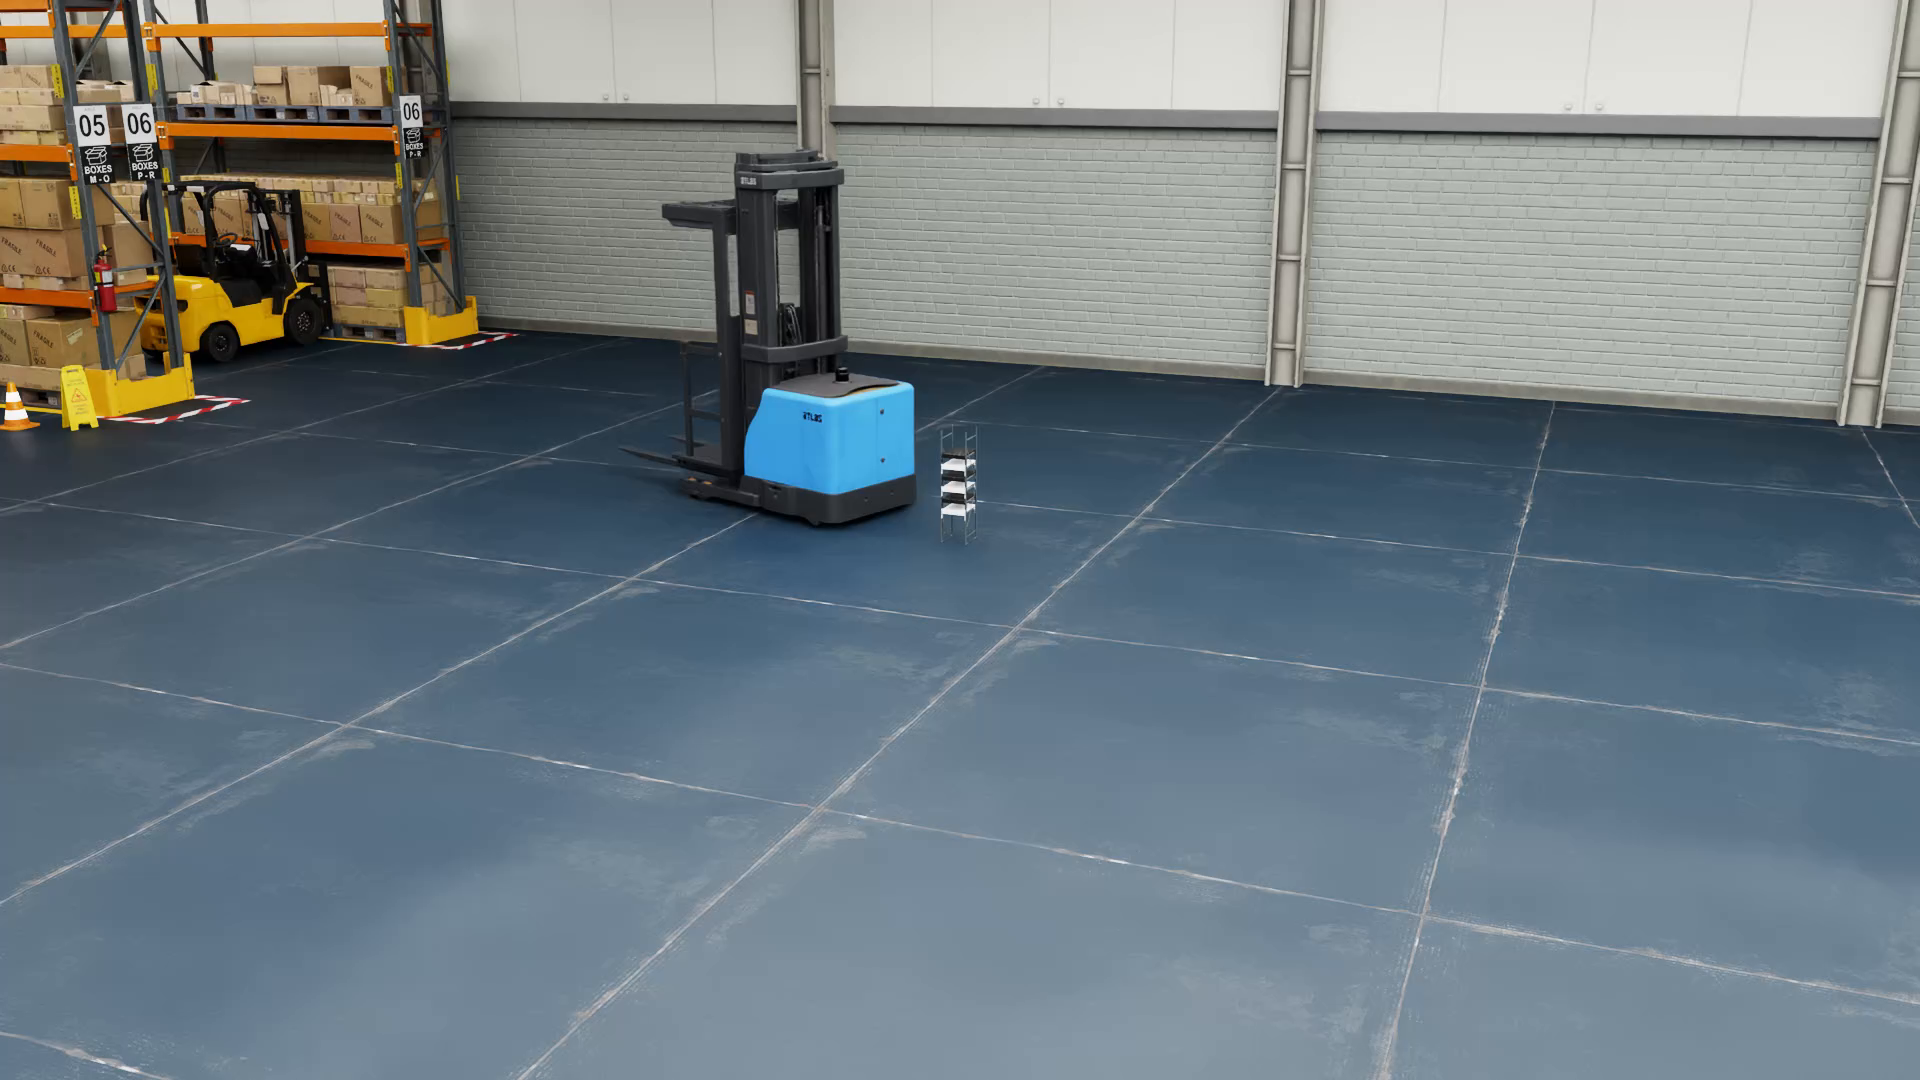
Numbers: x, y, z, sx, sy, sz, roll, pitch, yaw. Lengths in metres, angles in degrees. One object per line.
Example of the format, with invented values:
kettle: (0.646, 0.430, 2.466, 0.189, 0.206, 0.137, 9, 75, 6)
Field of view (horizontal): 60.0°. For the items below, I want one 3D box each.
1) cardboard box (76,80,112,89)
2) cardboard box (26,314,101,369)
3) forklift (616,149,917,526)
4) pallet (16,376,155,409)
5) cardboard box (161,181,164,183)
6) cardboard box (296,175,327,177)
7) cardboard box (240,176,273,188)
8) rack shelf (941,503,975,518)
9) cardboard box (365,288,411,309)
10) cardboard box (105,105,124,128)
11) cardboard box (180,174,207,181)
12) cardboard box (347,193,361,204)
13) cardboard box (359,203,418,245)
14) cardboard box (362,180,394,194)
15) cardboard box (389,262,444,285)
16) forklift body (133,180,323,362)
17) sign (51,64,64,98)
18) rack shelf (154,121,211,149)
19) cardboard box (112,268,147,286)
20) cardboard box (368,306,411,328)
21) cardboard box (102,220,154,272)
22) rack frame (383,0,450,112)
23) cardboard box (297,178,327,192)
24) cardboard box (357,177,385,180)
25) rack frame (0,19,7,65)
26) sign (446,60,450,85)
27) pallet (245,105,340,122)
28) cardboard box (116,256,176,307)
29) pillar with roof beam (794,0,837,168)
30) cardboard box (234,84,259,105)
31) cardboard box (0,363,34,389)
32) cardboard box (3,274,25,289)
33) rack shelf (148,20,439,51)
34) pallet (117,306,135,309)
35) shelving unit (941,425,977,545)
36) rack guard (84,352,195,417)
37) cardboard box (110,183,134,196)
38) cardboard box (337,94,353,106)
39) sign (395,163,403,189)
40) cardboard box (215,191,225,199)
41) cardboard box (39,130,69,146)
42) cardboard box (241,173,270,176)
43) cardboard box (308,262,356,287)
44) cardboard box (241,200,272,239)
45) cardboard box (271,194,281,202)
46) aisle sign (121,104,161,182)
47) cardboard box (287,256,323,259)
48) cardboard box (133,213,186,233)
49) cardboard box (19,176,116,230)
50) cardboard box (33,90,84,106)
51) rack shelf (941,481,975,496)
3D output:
cardboard box: (-12.253, -6.336, 23.465, 0.500, 0.311, 0.500, 6, 17, 19)
cardboard box: (-9.714, -2.158, 18.060, 0.500, 0.500, 0.500, 6, 17, 21)
forklift: (-1.811, -1.845, 14.273, 3.031, 2.935, 1.130, 14, 21, 39)
pallet: (-9.687, -1.663, 18.524, 1.213, 0.211, 1.003, 6, 17, 21)
cardboard box: (-11.487, -5.117, 24.077, 0.250, 0.149, 0.380, 6, 17, 20)
cardboard box: (-8.965, -4.974, 23.050, 0.250, 0.149, 0.380, 7, 18, 22)
cardboard box: (-9.619, -4.892, 22.769, 0.250, 0.149, 0.380, 6, 17, 20)
rack shelf: (-0.008, -0.228, 13.111, 0.200, 0.077, 0.258, 6, 17, 21)
cardboard box: (-7.623, -3.280, 22.374, 0.500, 0.250, 0.500, 6, 17, 20)
cardboard box: (-9.243, -4.534, 17.767, 0.500, 0.250, 0.500, 6, 17, 20)
cardboard box: (-10.589, -4.992, 23.113, 0.250, 0.149, 0.380, 7, 17, 22)
cardboard box: (-7.948, -4.573, 22.203, 0.250, 0.149, 0.380, 7, 17, 22)
cardboard box: (-7.609, -4.220, 22.151, 0.500, 0.500, 0.500, 6, 17, 19)
cardboard box: (-7.707, -4.692, 22.078, 0.250, 0.149, 0.380, 6, 17, 21)
cardboard box: (-7.433, -3.650, 22.750, 0.500, 0.250, 0.500, 6, 17, 20)
forklift body: (-9.489, -3.503, 21.383, 1.214, 2.155, 2.313, 6, 17, 21)
sign: (-9.095, -4.626, 16.760, 0.005, 0.325, 0.100, 6, 17, 21)
rack shelf: (-12.637, -5.899, 24.023, 4.000, 0.370, 1.077, 6, 17, 21)
cardboard box: (-9.113, -2.870, 18.130, 0.250, 0.149, 0.380, 6, 17, 21)
cardboard box: (-7.608, -3.037, 22.434, 0.500, 0.250, 0.500, 6, 17, 21)
cardboard box: (-9.212, -3.214, 18.150, 0.500, 0.500, 0.500, 6, 17, 20)
rack frame: (-7.055, -7.071, 21.390, 0.127, 3.000, 1.000, 6, 17, 21)
cardboard box: (-8.690, -4.779, 22.379, 0.250, 0.149, 0.380, 7, 17, 22)
cardboard box: (-7.996, -4.870, 22.693, 0.250, 0.149, 0.380, 6, 17, 21)
rack frame: (-14.497, -7.889, 24.209, 0.127, 3.000, 1.000, 6, 17, 21)
sign: (-6.846, -6.232, 22.169, 0.005, 0.325, 0.100, 6, 17, 21)
pallet: (-8.842, -5.791, 22.521, 1.213, 0.211, 1.003, 6, 17, 21)
cardboard box: (-11.985, -3.792, 24.362, 0.625, 0.625, 0.875, 6, 17, 20)
pillar with roof beam: (-3.370, -5.646, 16.480, 0.400, 9.000, 9.100, 6, 17, 21)
cardboard box: (-9.507, -5.994, 22.370, 0.258, 0.266, 0.396, 6, 17, 19)
cardboard box: (-10.203, -1.851, 18.349, 0.500, 0.250, 0.500, 6, 17, 21)
cardboard box: (-10.057, -2.812, 17.930, 0.250, 0.149, 0.380, 7, 17, 22)
rack shelf: (-8.916, -6.738, 22.251, 4.000, 0.370, 1.077, 6, 17, 21)
pallet: (-11.476, -3.325, 24.249, 1.213, 0.211, 1.003, 6, 17, 21)
shelving unit: (-0.008, -0.433, 13.051, 0.210, 0.900, 0.258, 6, 17, 21)
rack guard: (-8.944, -1.710, 18.166, 0.348, 0.500, 1.175, 6, 17, 21)
cardboard box: (-11.924, -4.989, 23.636, 0.250, 0.149, 0.380, 6, 17, 19)
cardboard box: (-7.938, -5.766, 21.791, 0.250, 0.149, 0.380, 6, 17, 19)
sign: (-7.267, -4.721, 21.552, 0.005, 0.325, 0.100, 6, 17, 21)
cardboard box: (-10.082, -4.812, 23.027, 0.250, 0.149, 0.380, 6, 17, 21)
cardboard box: (-9.308, -4.186, 17.283, 0.250, 0.149, 0.380, 6, 17, 21)
cardboard box: (-9.899, -5.087, 23.441, 0.250, 0.149, 0.380, 6, 17, 20)
cardboard box: (-8.548, -3.617, 22.639, 0.500, 0.250, 0.500, 7, 17, 21)
cardboard box: (-9.497, -4.434, 22.886, 0.500, 0.500, 0.500, 6, 17, 20)
cardboard box: (-9.145, -4.695, 22.621, 0.250, 0.149, 0.380, 6, 17, 19)
aisle sign: (-8.702, -4.225, 17.683, 0.004, 0.787, 0.394, 6, 17, 21)
cardboard box: (-9.305, -3.857, 23.465, 0.500, 0.250, 0.500, 6, 17, 21)
cardboard box: (-11.341, -4.511, 23.601, 0.500, 0.250, 0.500, 7, 17, 22)
cardboard box: (-9.428, -3.569, 17.581, 0.500, 0.500, 0.700, 6, 17, 19)
cardboard box: (-9.296, -4.563, 17.152, 0.250, 0.149, 0.380, 6, 17, 21)
rack shelf: (-0.008, -0.401, 13.060, 0.200, 0.077, 0.258, 6, 17, 21)
